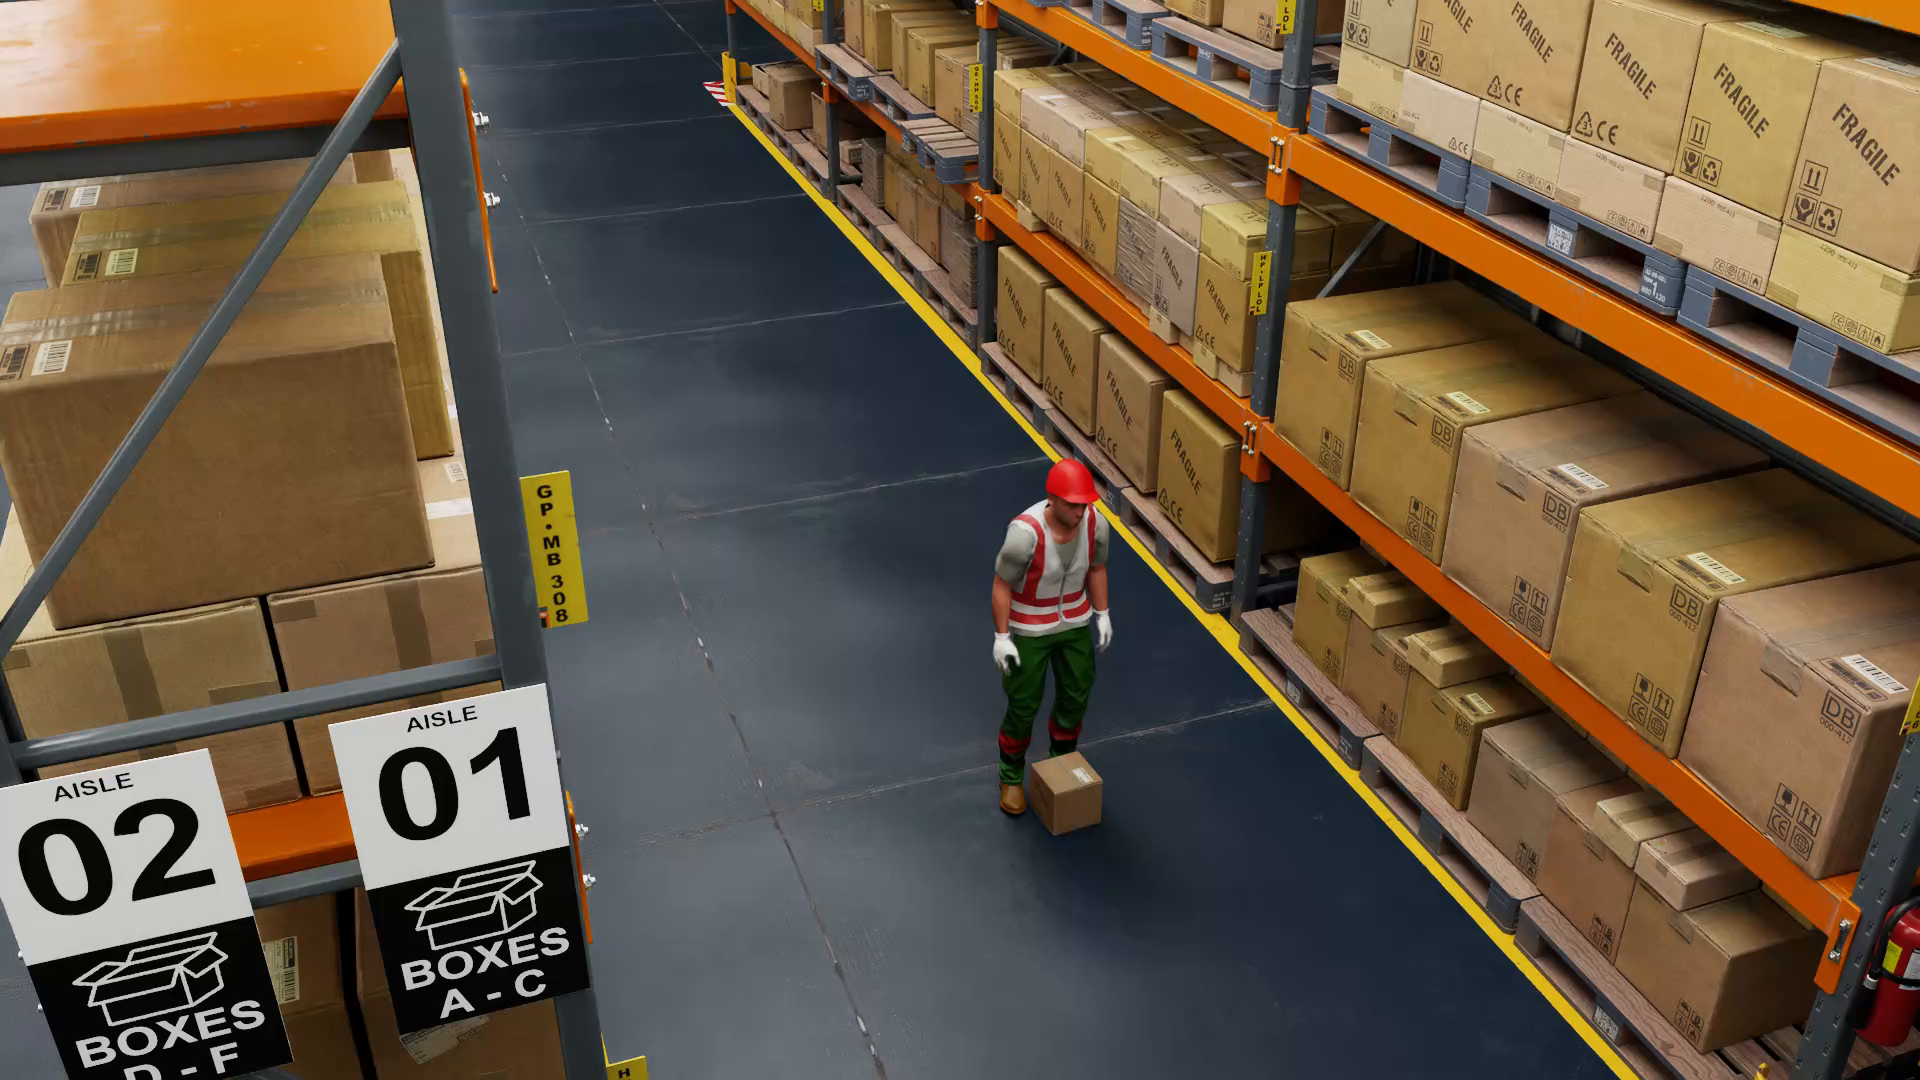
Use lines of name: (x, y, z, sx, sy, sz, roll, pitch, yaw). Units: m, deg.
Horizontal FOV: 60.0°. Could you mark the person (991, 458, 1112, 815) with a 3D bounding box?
person: (0.426, 0.417, 7.599, 0.611, 1.778, 0.451, -12, 32, -20)
